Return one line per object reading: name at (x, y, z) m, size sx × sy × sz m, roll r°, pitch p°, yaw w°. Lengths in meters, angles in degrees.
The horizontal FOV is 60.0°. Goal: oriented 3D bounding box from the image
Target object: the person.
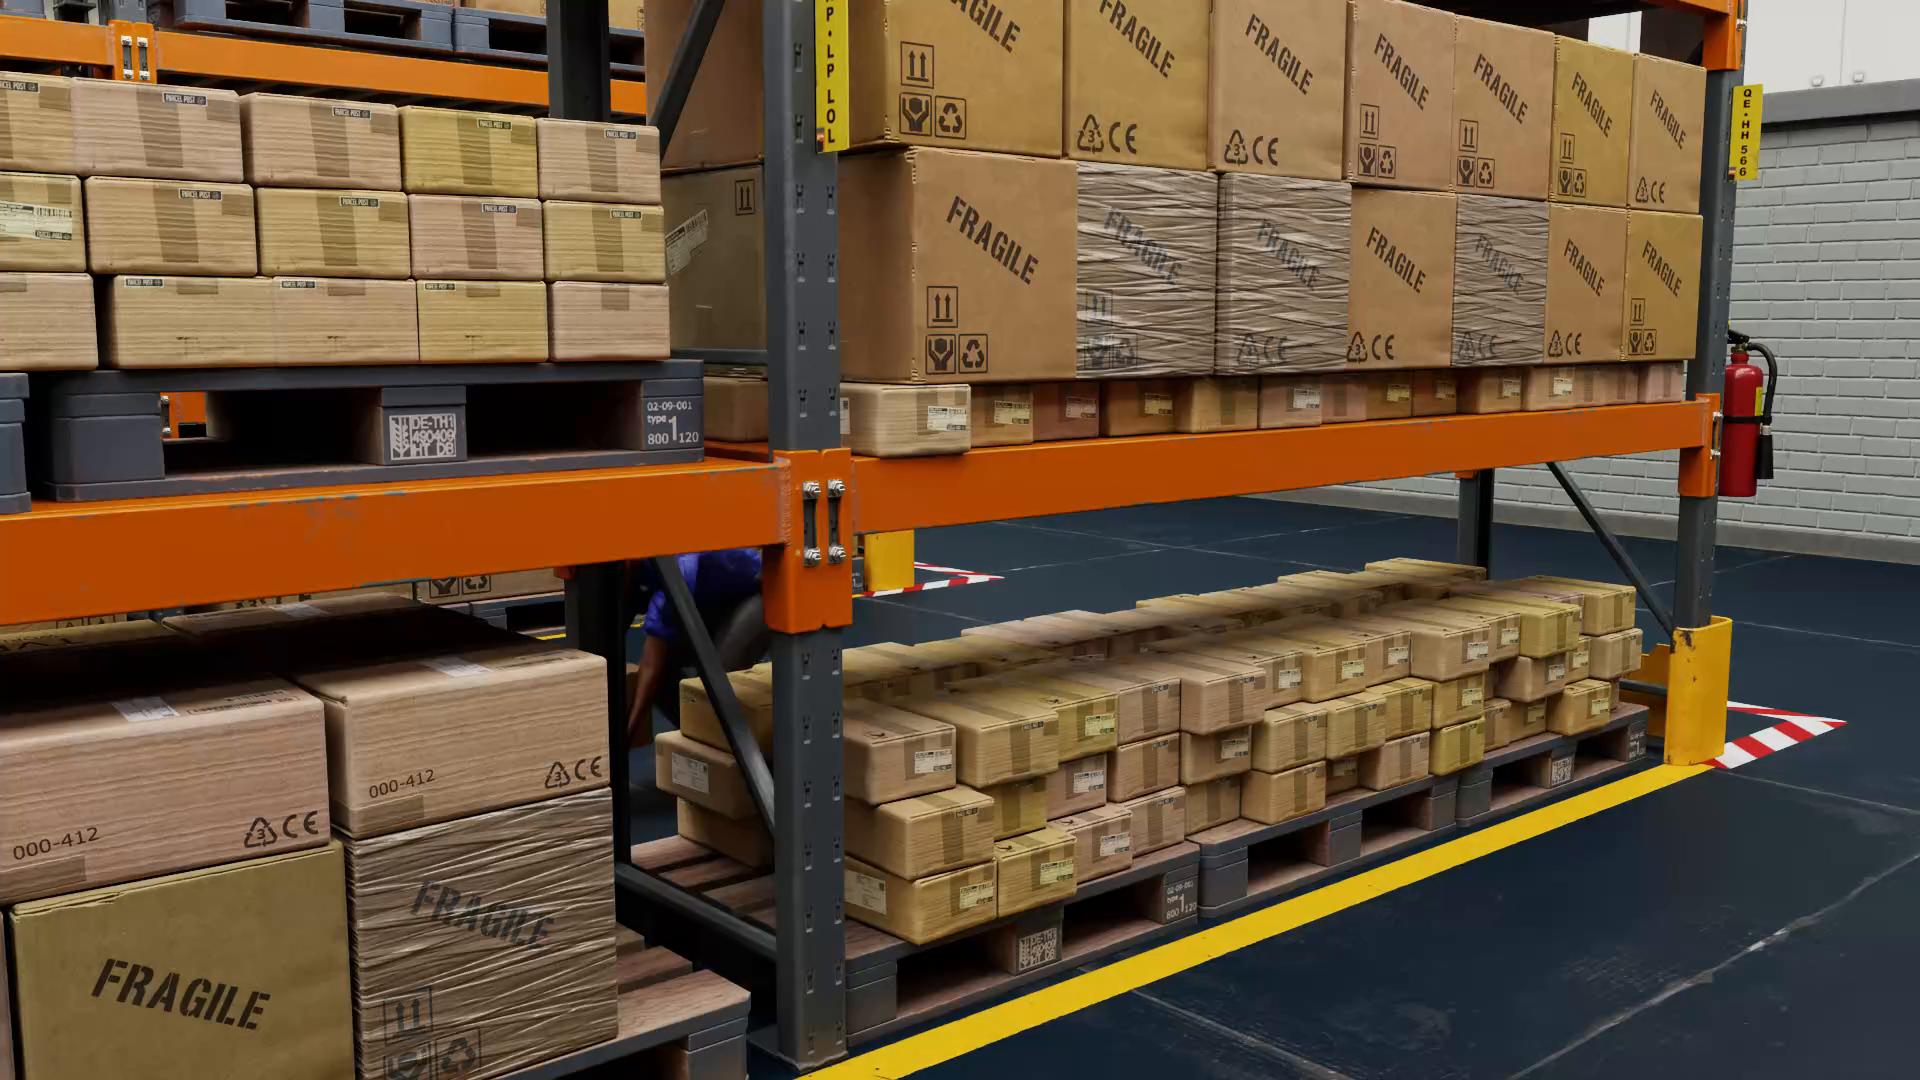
person at (-0.926, 0.382, 5.618) m, size 0.860 × 0.956 × 0.470 m, roll -7°, pitch 10°, yaw -44°
